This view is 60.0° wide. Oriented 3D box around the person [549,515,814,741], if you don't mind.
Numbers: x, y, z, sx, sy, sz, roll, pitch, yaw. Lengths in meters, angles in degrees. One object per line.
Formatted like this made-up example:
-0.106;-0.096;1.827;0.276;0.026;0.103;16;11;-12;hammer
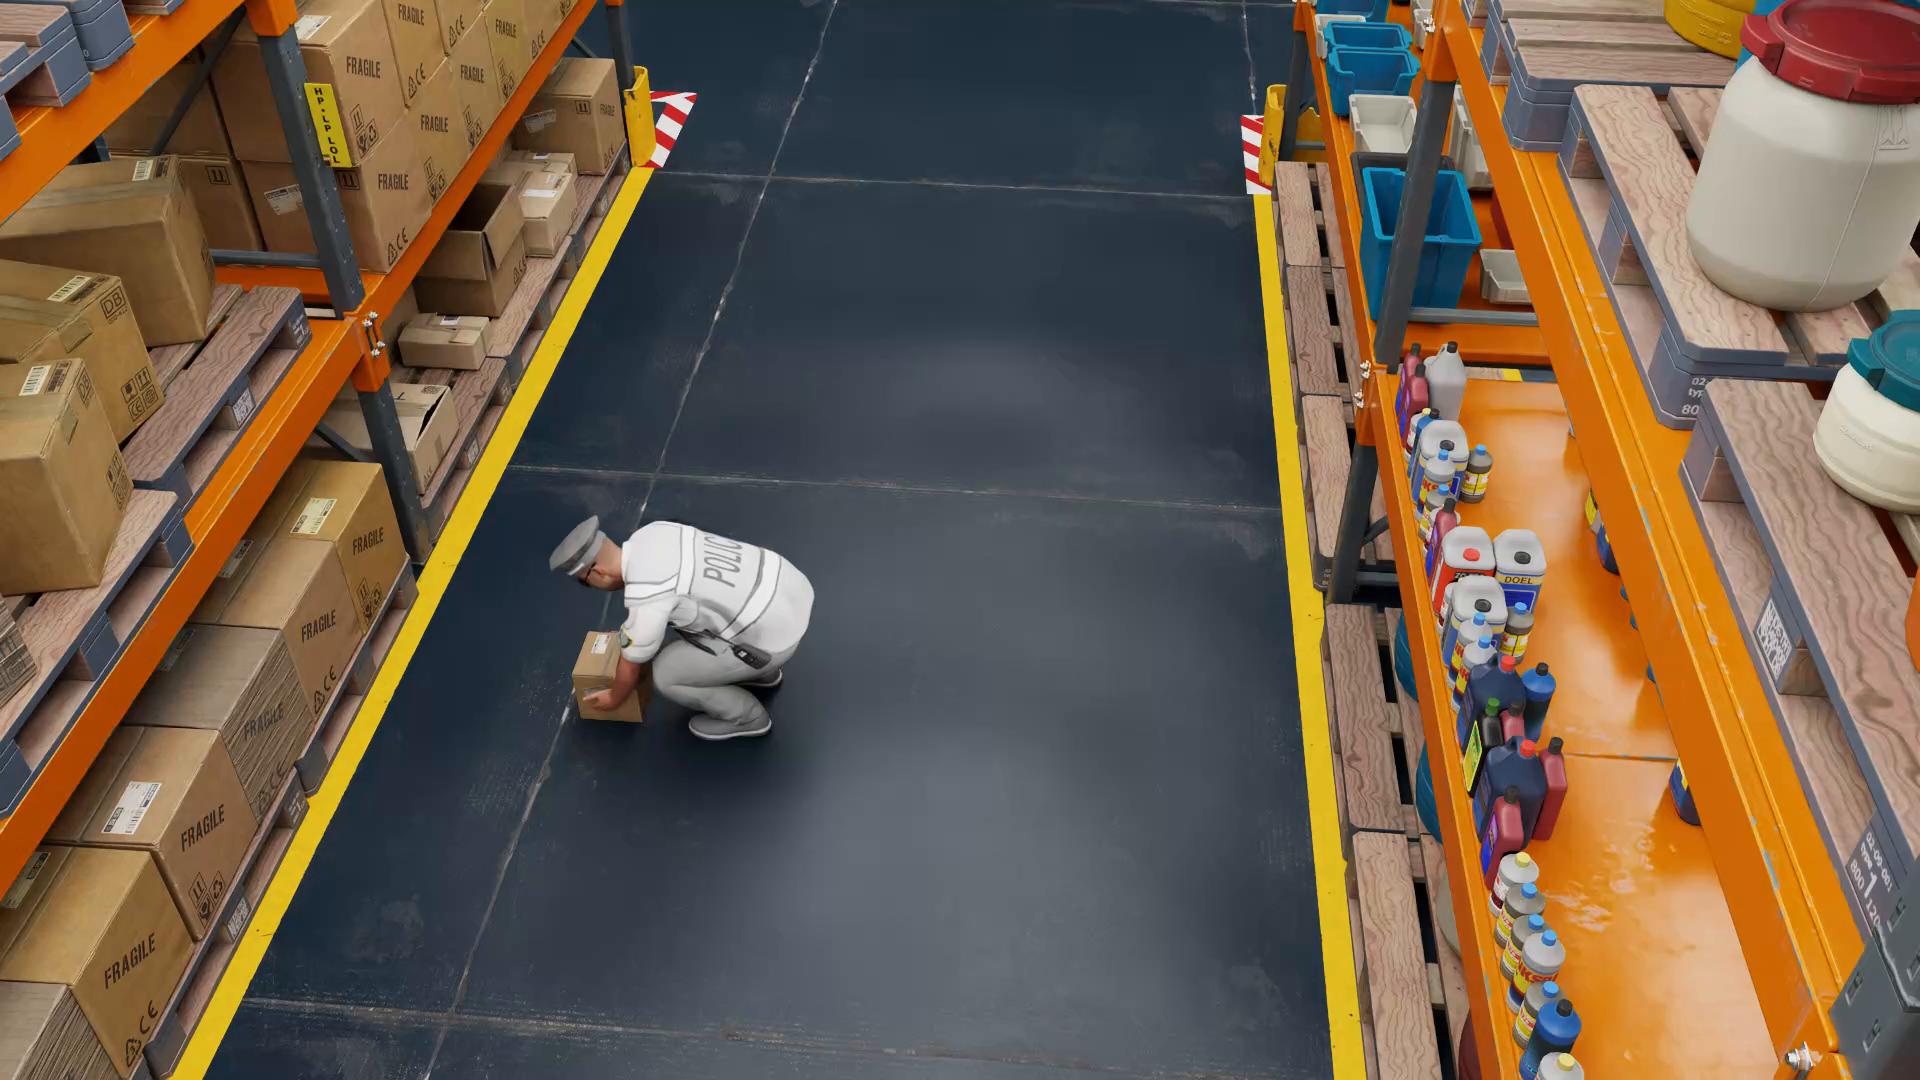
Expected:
-1.047;0.308;6.407;0.952;0.958;0.567;3;40;4;person
